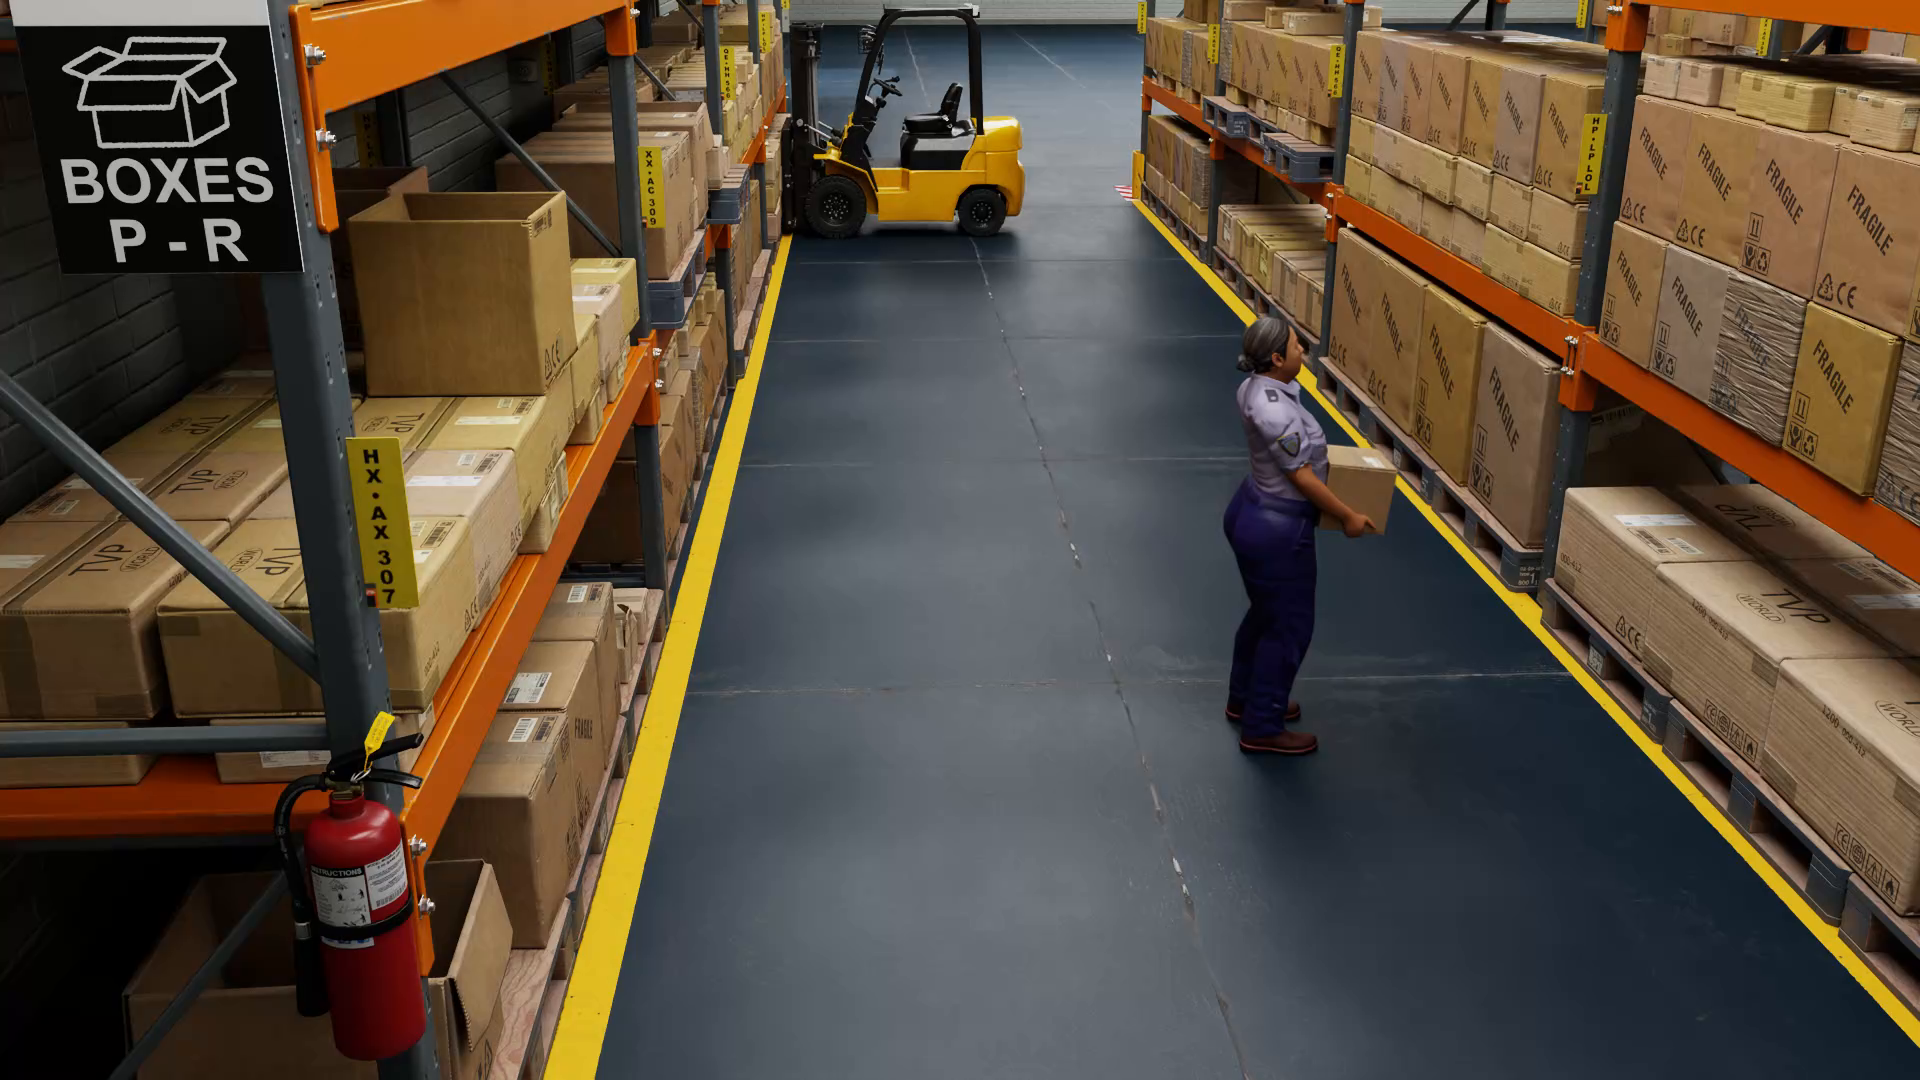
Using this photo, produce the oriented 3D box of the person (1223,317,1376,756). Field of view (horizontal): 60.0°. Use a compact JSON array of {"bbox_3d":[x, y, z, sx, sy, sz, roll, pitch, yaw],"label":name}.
[{"bbox_3d":[1.246,-0.024,6.181,0.517,1.634,0.452,-1,21,-3],"label":"person"}]
